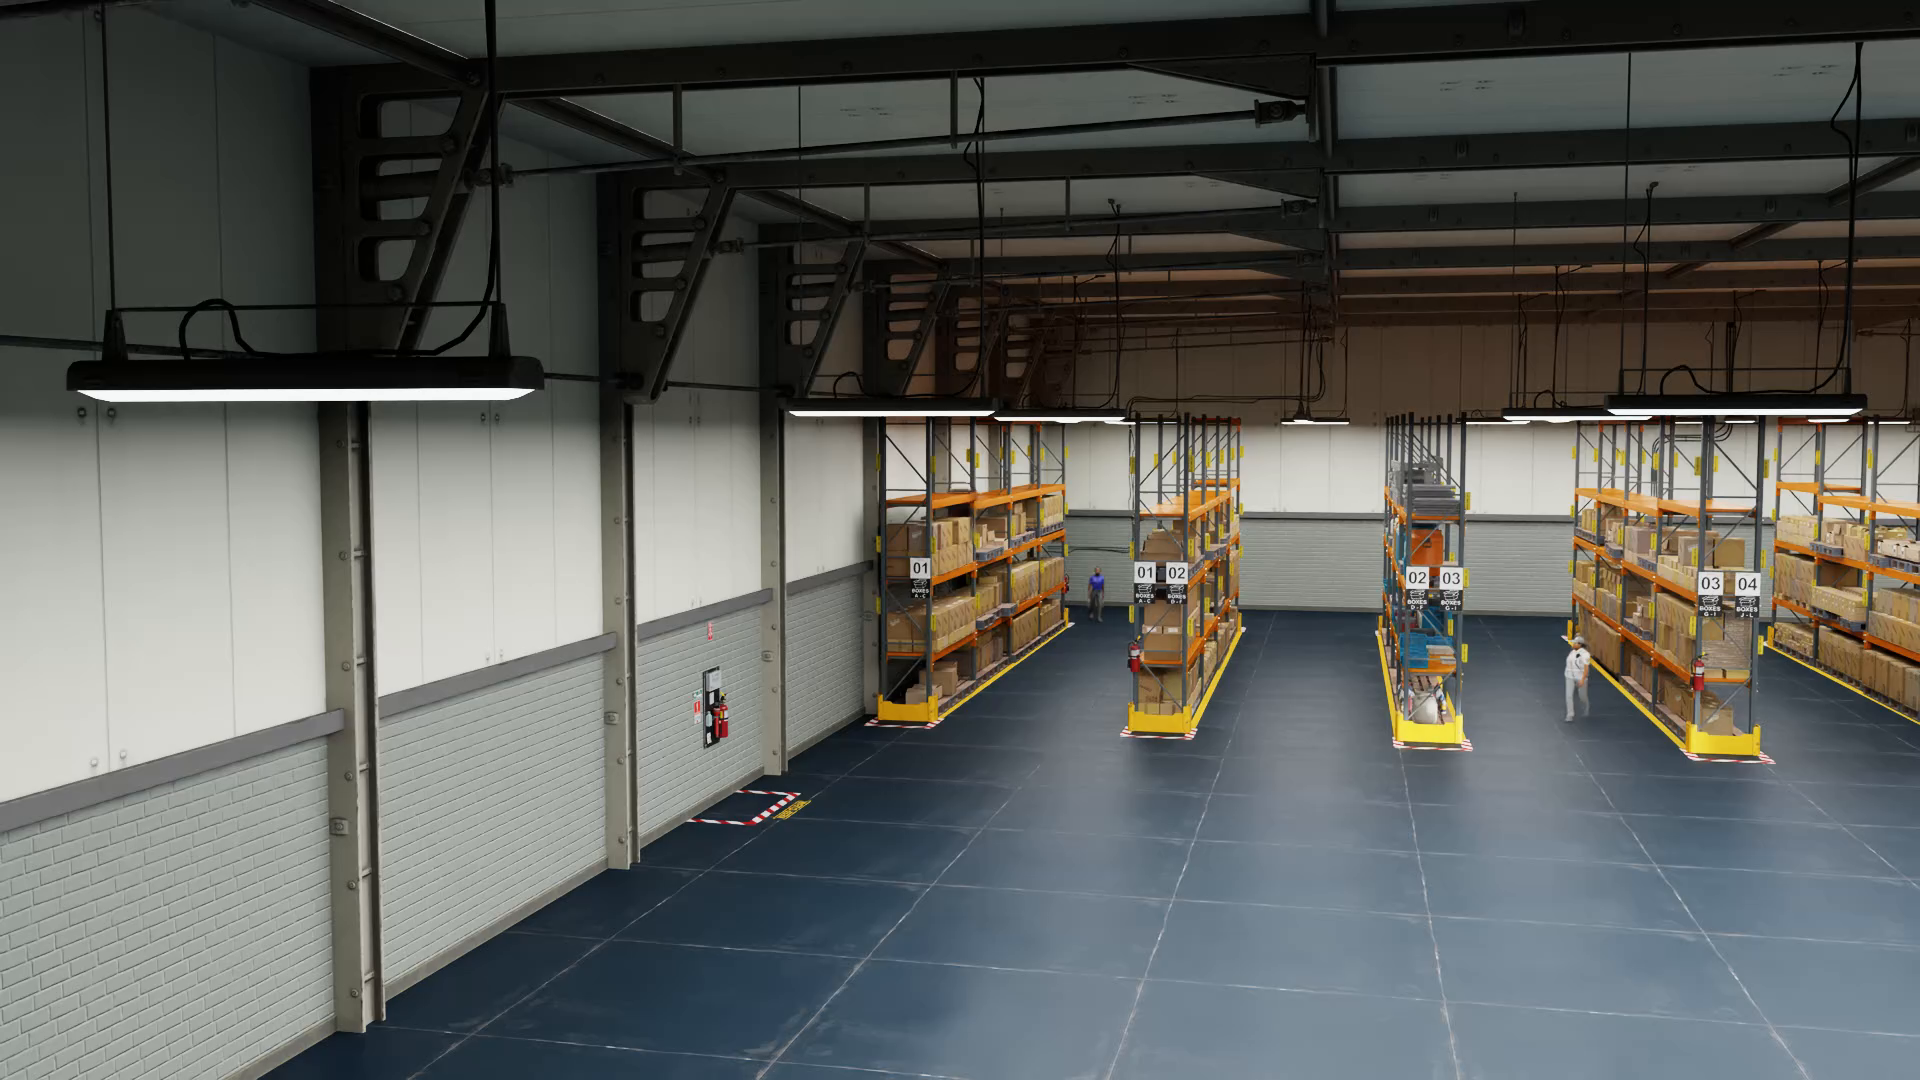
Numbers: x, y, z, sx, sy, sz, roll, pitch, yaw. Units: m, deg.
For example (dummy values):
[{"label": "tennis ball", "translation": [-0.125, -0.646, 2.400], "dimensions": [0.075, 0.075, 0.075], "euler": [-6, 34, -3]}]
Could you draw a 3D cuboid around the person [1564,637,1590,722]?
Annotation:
[{"label": "person", "translation": [12.066, 2.697, 32.494], "dimensions": [0.474, 1.628, 0.830], "euler": [2, 5, 31]}]

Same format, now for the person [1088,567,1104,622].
[{"label": "person", "translation": [4.020, 1.593, 49.097], "dimensions": [0.502, 1.597, 0.974], "euler": [0, 4, -3]}]
